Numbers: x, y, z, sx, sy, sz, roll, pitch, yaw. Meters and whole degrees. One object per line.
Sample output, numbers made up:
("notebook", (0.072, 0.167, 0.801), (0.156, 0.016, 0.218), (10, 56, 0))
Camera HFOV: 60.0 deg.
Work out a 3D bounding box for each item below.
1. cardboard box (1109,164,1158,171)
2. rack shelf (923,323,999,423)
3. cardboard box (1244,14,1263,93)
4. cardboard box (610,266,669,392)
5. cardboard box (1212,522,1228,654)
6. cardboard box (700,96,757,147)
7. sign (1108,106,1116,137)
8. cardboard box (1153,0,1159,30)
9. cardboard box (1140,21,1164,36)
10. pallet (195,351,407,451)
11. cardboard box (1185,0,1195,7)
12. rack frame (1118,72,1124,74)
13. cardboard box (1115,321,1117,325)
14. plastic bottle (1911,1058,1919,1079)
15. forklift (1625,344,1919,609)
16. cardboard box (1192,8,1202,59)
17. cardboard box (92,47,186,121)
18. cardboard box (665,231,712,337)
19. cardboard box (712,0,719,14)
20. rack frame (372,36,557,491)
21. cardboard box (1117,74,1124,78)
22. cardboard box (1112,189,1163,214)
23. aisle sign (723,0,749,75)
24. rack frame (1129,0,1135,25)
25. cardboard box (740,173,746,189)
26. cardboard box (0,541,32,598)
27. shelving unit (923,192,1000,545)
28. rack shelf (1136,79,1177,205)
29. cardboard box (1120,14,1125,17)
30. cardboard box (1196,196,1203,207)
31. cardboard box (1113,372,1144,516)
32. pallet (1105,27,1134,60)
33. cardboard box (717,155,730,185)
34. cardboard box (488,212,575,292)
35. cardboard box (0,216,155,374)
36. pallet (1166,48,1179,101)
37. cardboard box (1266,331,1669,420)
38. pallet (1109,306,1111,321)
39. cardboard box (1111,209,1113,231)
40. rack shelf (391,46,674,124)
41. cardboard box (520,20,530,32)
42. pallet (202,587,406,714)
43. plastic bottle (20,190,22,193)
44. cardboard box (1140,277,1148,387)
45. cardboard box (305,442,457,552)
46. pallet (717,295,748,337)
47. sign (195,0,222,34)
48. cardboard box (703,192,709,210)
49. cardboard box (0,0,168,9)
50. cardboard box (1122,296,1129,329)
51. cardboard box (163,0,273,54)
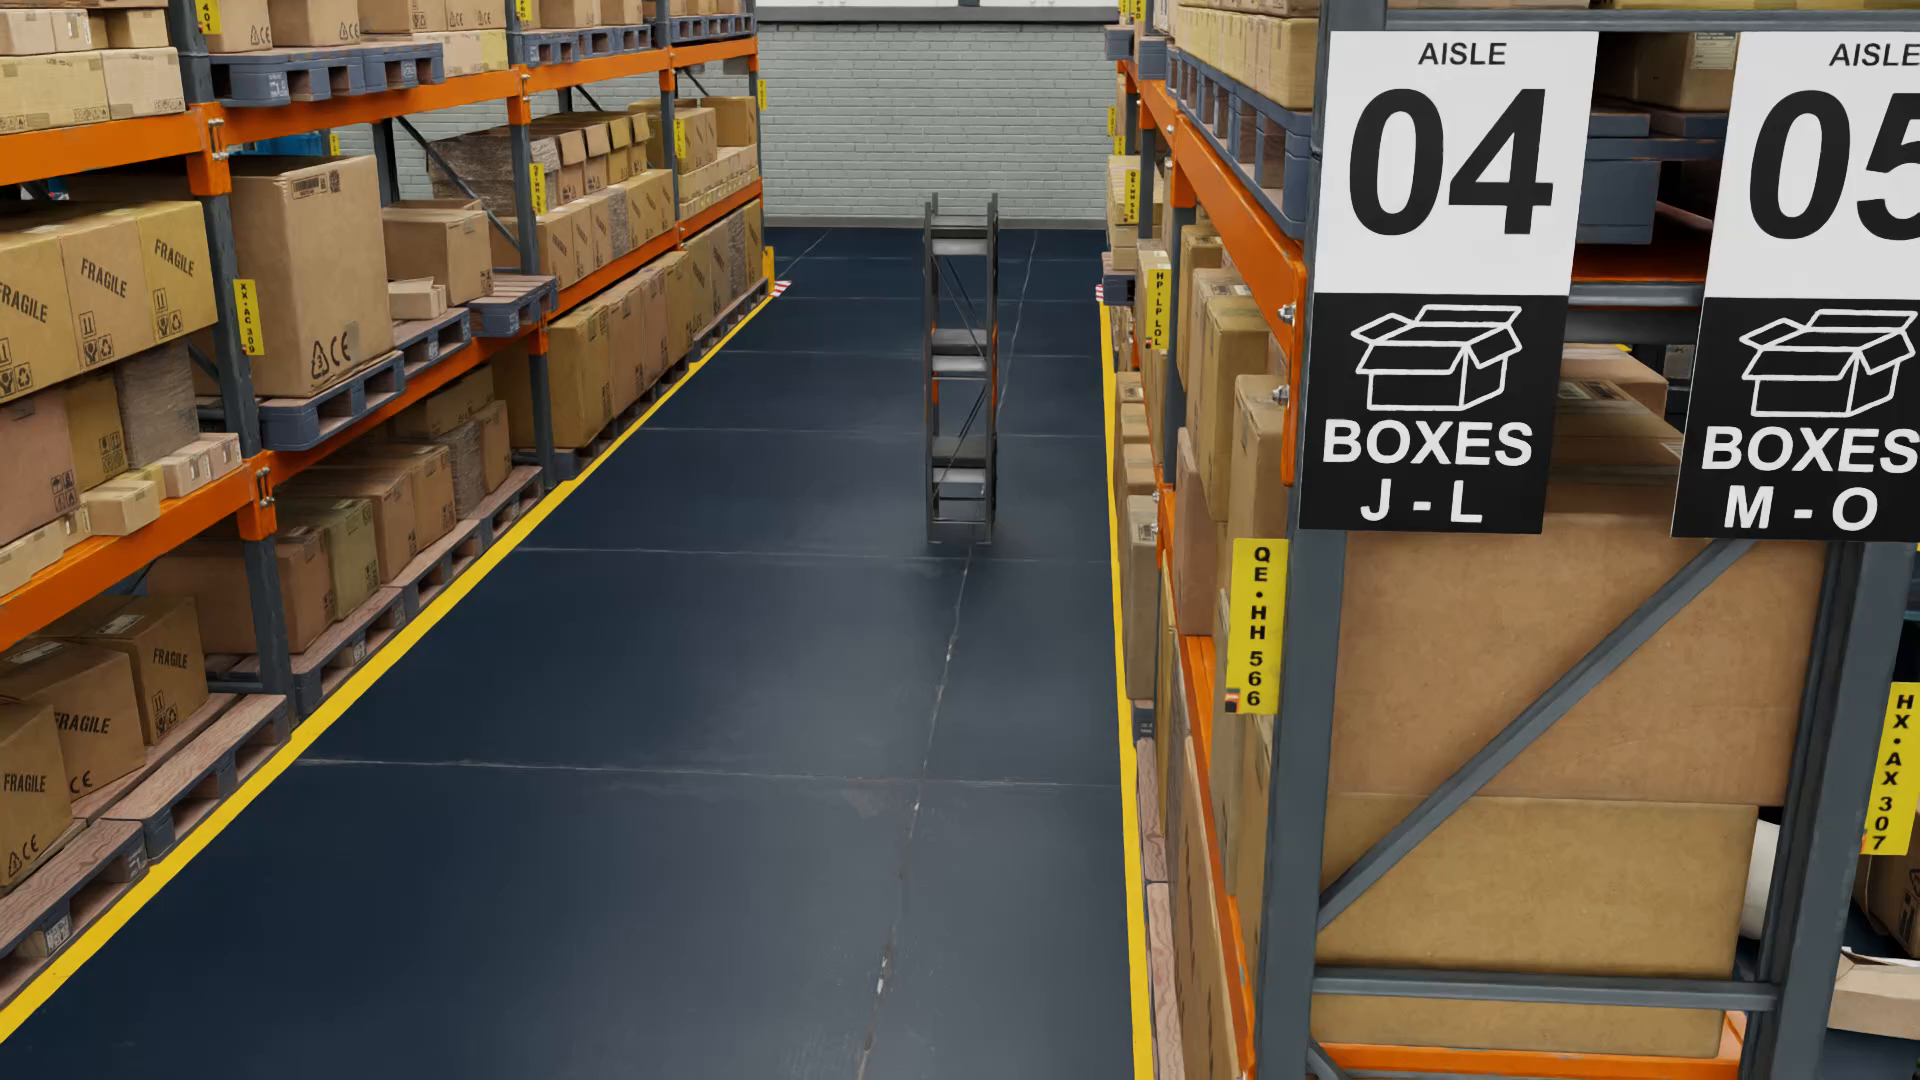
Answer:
("cardboard box", (1.378, -2.902, 13.235), (0.380, 0.149, 0.250), (1, 18, 3))
("rack shelf", (0.012, -1.036, 10.257), (0.431, 0.518, 0.480), (1, 18, 4))
("cardboard box", (0.782, -0.990, 3.377), (0.380, 0.149, 0.250), (2, 18, 5))
("cardboard box", (-3.109, -1.750, 13.684), (1.225, 0.875, 0.875), (1, 18, 2))
("cardboard box", (1.221, 0.137, 4.947), (0.875, 0.550, 0.500), (1, 18, 4))
("cardboard box", (-2.506, -4.548, 18.046), (0.500, 0.500, 0.500), (2, 18, 5))
("sign", (1.666, -4.560, 18.133), (0.100, 0.325, 0.005), (1, 18, 4))
("cardboard box", (1.362, -3.063, 9.443), (0.500, 0.311, 0.500), (1, 18, 4))
("cardboard box", (1.421, -3.308, 10.725), (0.500, 0.500, 0.500), (1, 18, 4))
("pallet", (-3.394, -0.695, 8.035), (1.003, 0.211, 1.213), (1, 18, 4))
("cardboard box", (0.998, -1.850, 5.363), (0.500, 0.250, 0.500), (1, 18, 3))
("rack frame", (2.207, -4.137, 18.231), (1.000, 3.000, 0.127), (1, 18, 4))
("cardboard box", (1.665, -2.031, 15.709), (0.380, 0.149, 0.250), (1, 18, 2))
("plastic bottle", (3.048, 1.701, 5.135), (0.133, 0.061, 0.283), (-5, 19, -15))
("forklift", (4.159, -0.881, 8.406), (3.031, 2.935, 1.130), (7, 19, 20))
("cardboard box", (0.910, -1.542, 5.062), (0.380, 0.149, 0.250), (1, 18, 3))
("cardboard box", (-3.366, -1.759, 6.397), (0.500, 0.250, 0.500), (2, 18, 6))
("cardboard box", (-2.893, -2.430, 15.759), (0.875, 0.875, 0.875), (1, 18, 4))
("cardboard box", (-2.878, -5.664, 17.080), (0.700, 0.500, 0.500), (1, 18, 2))
("rack frame", (-3.307, -1.794, 11.082), (1.000, 3.000, 0.127), (1, 18, 4))
("cardboard box", (1.910, -4.668, 17.606), (0.500, 0.500, 0.500), (1, 18, 4))
("cardboard box", (1.250, -2.337, 11.512), (0.380, 0.149, 0.250), (2, 18, 6))
("aisle sign", (-2.429, -5.530, 18.308), (0.394, 0.787, 0.004), (1, 18, 4))
("rack frame", (1.920, -5.746, 13.506), (1.000, 3.000, 0.127), (1, 18, 4))
("cardboard box", (-2.485, -3.805, 17.622), (0.380, 0.149, 0.250), (2, 18, 5))
("cardboard box", (-3.438, 0.106, 5.685), (0.380, 0.149, 0.250), (1, 18, 4))
("shelving unit", (0.012, -1.049, 10.253), (0.431, 2.100, 0.503), (1, 18, 4))
("rack shelf", (1.490, -2.115, 8.398), (1.077, 0.370, 4.000), (1, 18, 4))
("cardboard box", (1.797, -5.122, 15.859), (0.500, 0.250, 0.500), (1, 18, 2))
("cardboard box", (1.448, -1.404, 8.124), (0.700, 0.500, 0.500), (1, 18, 4))
("cardboard box", (1.500, -0.596, 10.362), (1.050, 0.750, 0.750), (1, 18, 3))
("pallet", (1.698, -3.719, 12.441), (1.213, 0.211, 1.003), (1, 18, 4))
("cardboard box", (-2.610, -3.715, 16.707), (0.500, 0.250, 0.500), (1, 18, 4))
("cardboard box", (-3.000, -1.987, 11.509), (0.500, 0.500, 0.500), (2, 18, 6))
("cardboard box", (-3.386, -0.915, 6.154), (0.500, 0.500, 0.500), (1, 18, 4))
("pallet", (1.363, -2.030, 7.292), (0.805, 0.209, 1.217), (1, 18, 2))
("cardboard box", (1.248, -0.210, 4.273), (0.875, 0.550, 0.550), (1, 18, 4))
("pallet", (2.108, -2.537, 17.826), (1.003, 0.211, 1.213), (1, 18, 4))
("cardboard box", (1.267, -2.280, 11.815), (0.380, 0.149, 0.250), (1, 18, 4))
("rack shelf", (-3.163, -3.499, 12.623), (1.077, 0.370, 4.000), (1, 18, 4))
("cardboard box", (-3.335, -3.660, 11.117), (0.797, 0.503, 0.637), (2, 18, 7))
("pallet", (-3.539, 0.531, 8.463), (1.003, 0.211, 1.213), (1, 18, 4))
("plastic bottle", (-8.412, -2.988, 14.911), (0.061, 0.283, 0.133), (1, 18, 4))
("cardboard box", (1.224, -1.097, 8.794), (0.500, 0.500, 0.500), (1, 18, 3))
("cardboard box", (-3.396, -0.258, 9.702), (0.700, 0.500, 0.500), (3, 18, 9))
("pallet", (-2.803, -2.326, 17.183), (1.003, 0.211, 1.213), (1, 18, 4))
("sign", (-3.052, -2.214, 6.714), (0.100, 0.325, 0.005), (1, 18, 4))
("cardboard box", (-2.613, -3.247, 15.919), (0.380, 0.149, 0.250), (1, 18, 2))
("cardboard box", (-3.371, -2.259, 6.240), (0.500, 0.500, 0.500), (1, 18, 2))
("cardboard box", (1.568, -1.874, 13.460), (0.500, 0.250, 0.500), (2, 18, 5))
("cardboard box", (-3.461, -2.370, 7.181), (0.797, 0.503, 0.637), (0, 18, 1))
